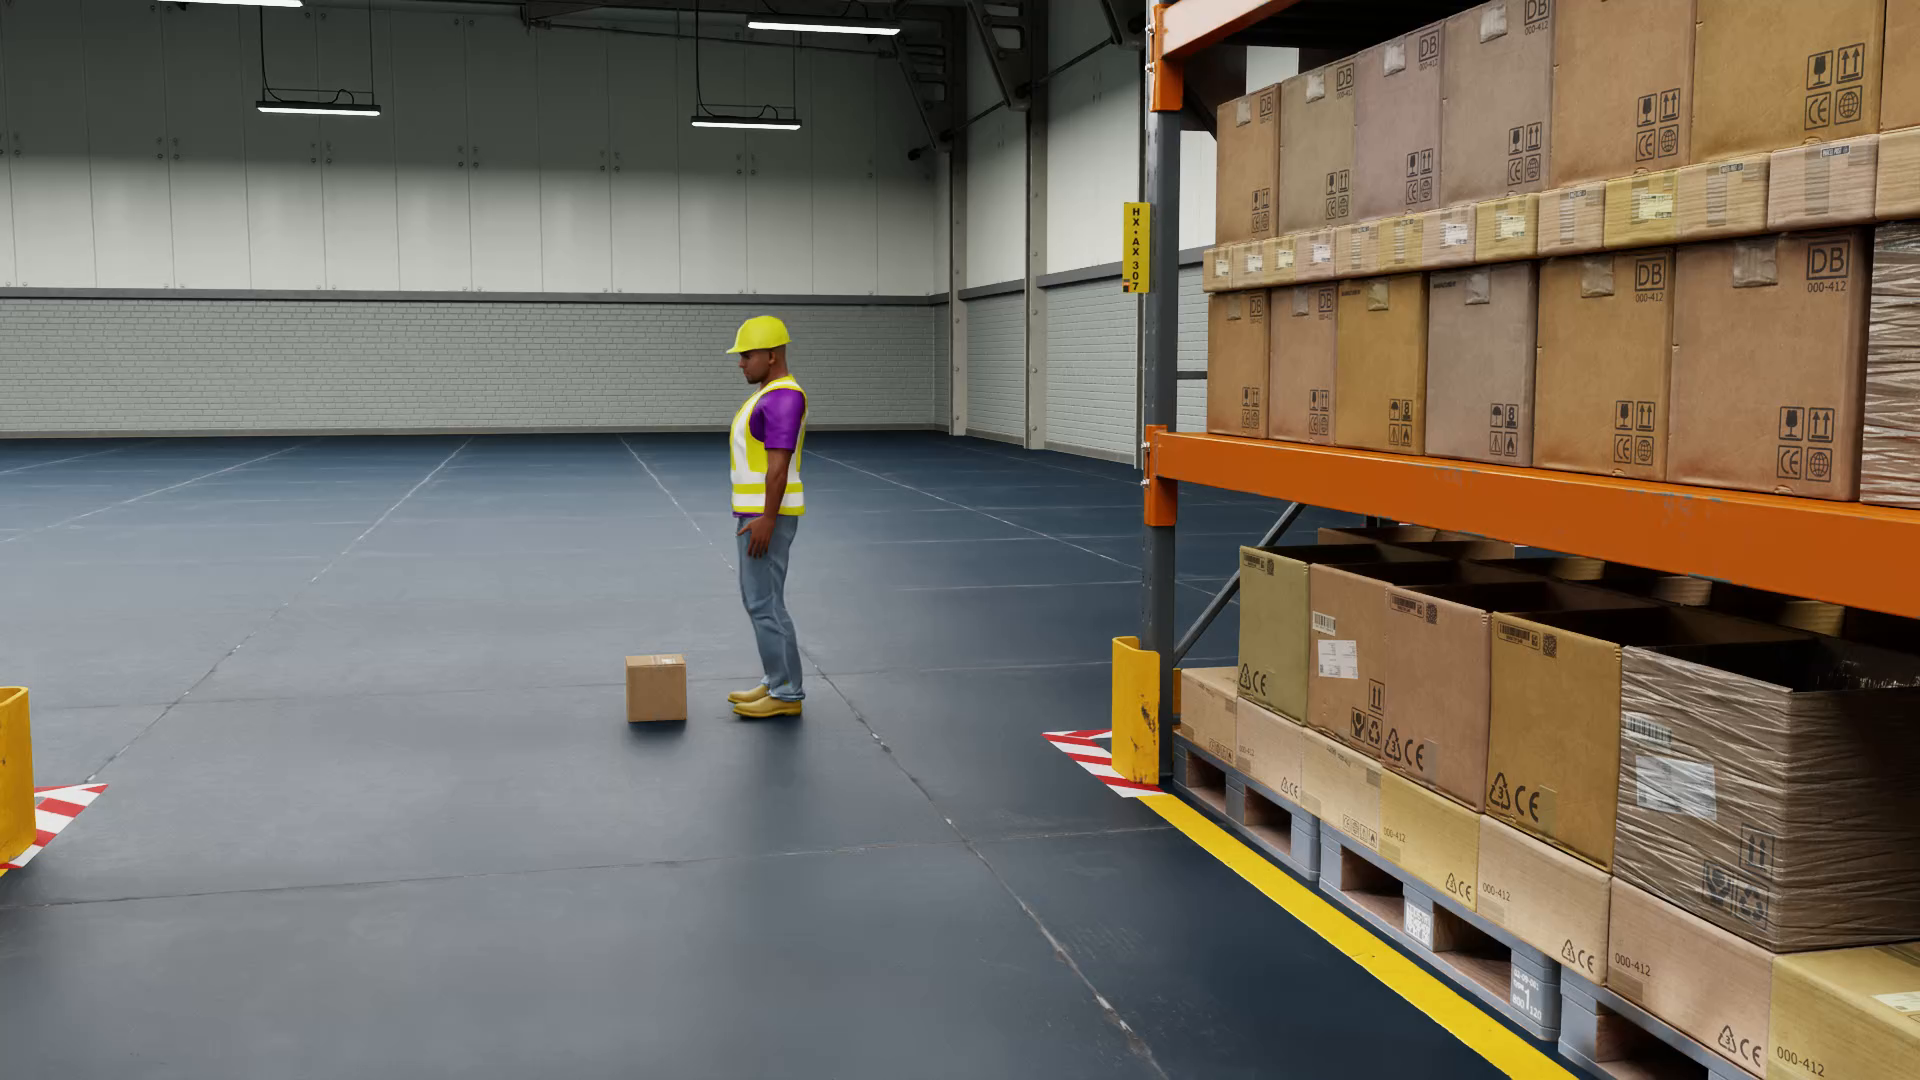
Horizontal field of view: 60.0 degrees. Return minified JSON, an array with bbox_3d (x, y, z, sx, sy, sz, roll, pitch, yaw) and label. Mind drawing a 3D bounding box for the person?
[{"bbox_3d":[-0.852,-0.109,7.377,0.360,1.762,0.566,-1,6,-13],"label":"person"}]
